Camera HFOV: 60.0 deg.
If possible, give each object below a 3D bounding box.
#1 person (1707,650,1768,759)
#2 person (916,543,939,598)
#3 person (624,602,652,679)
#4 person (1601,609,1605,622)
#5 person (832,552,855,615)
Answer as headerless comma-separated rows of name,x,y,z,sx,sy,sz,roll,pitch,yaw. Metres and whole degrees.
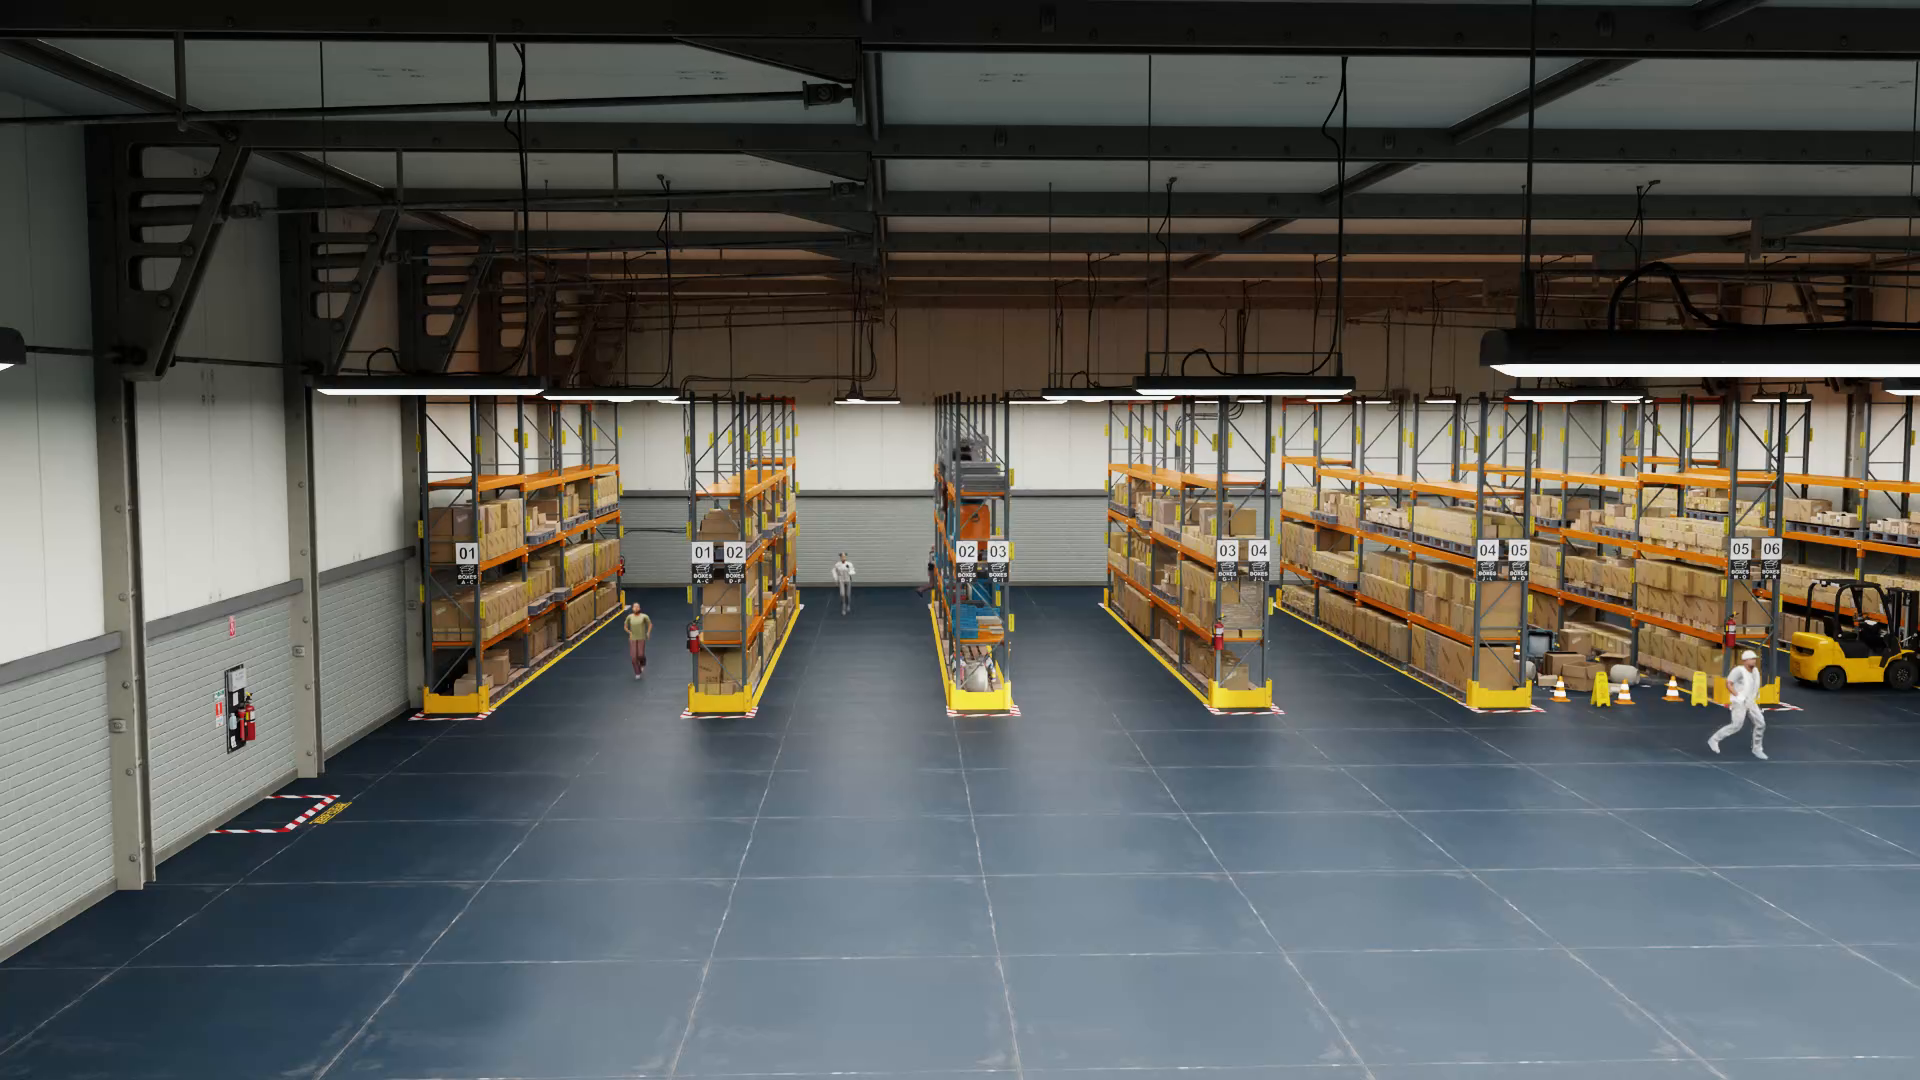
person,12.801,2.687,27.219,0.904,1.776,0.745,-3,5,-33
person,-0.819,0.950,49.035,0.912,1.728,0.670,1,5,6
person,-6.787,2.110,34.975,0.574,1.631,0.540,0,5,-4
person,16.554,1.420,42.877,0.715,1.740,0.633,0,5,-4
person,-3.214,1.203,46.078,0.619,1.759,0.736,-1,5,-9
